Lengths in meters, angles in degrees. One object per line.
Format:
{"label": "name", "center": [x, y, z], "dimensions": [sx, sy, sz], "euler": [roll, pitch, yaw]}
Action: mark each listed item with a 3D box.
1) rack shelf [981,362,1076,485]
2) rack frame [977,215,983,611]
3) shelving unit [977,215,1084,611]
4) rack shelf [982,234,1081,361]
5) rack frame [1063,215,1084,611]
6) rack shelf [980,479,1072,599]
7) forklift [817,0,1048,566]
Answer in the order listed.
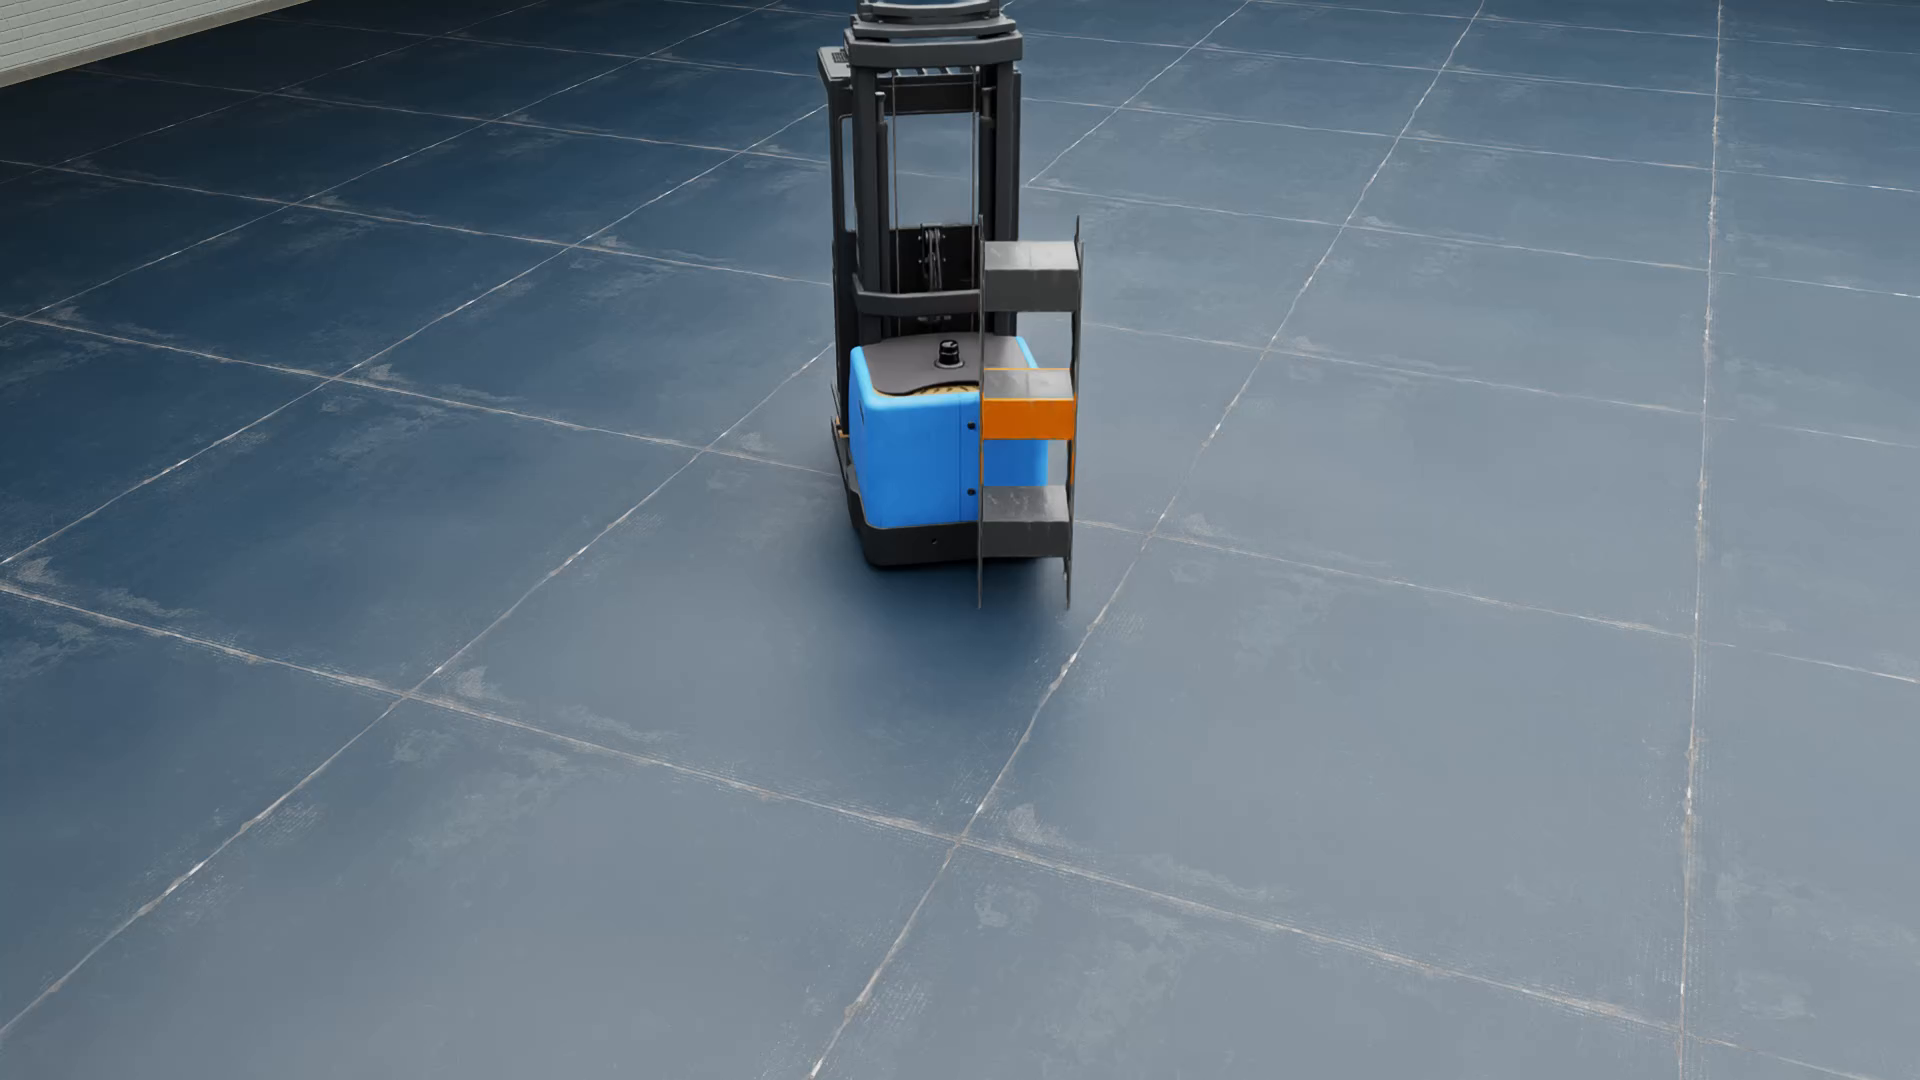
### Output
{"label": "rack shelf", "center": [0.349, -0.615, 8.732], "dimensions": [0.480, 0.518, 0.431], "euler": [0, 29, 0]}
{"label": "rack frame", "center": [0.105, -0.627, 8.726], "dimensions": [0.015, 2.100, 0.400], "euler": [0, 29, 0]}
{"label": "shelving unit", "center": [0.349, -0.627, 8.726], "dimensions": [0.503, 2.100, 0.431], "euler": [0, 29, 0]}
{"label": "rack shelf", "center": [0.349, -1.225, 8.388], "dimensions": [0.480, 0.518, 0.431], "euler": [0, 29, 0]}
{"label": "rack frame", "center": [0.593, -0.627, 8.725], "dimensions": [0.015, 2.100, 0.400], "euler": [0, 29, 0]}
{"label": "rack shelf", "center": [0.349, -0.006, 9.077], "dimensions": [0.480, 0.518, 0.431], "euler": [0, 29, 0]}
{"label": "forklift", "center": [-0.239, -1.837, 10.021], "dimensions": [1.130, 2.935, 3.031], "euler": [-5, 30, -8]}
